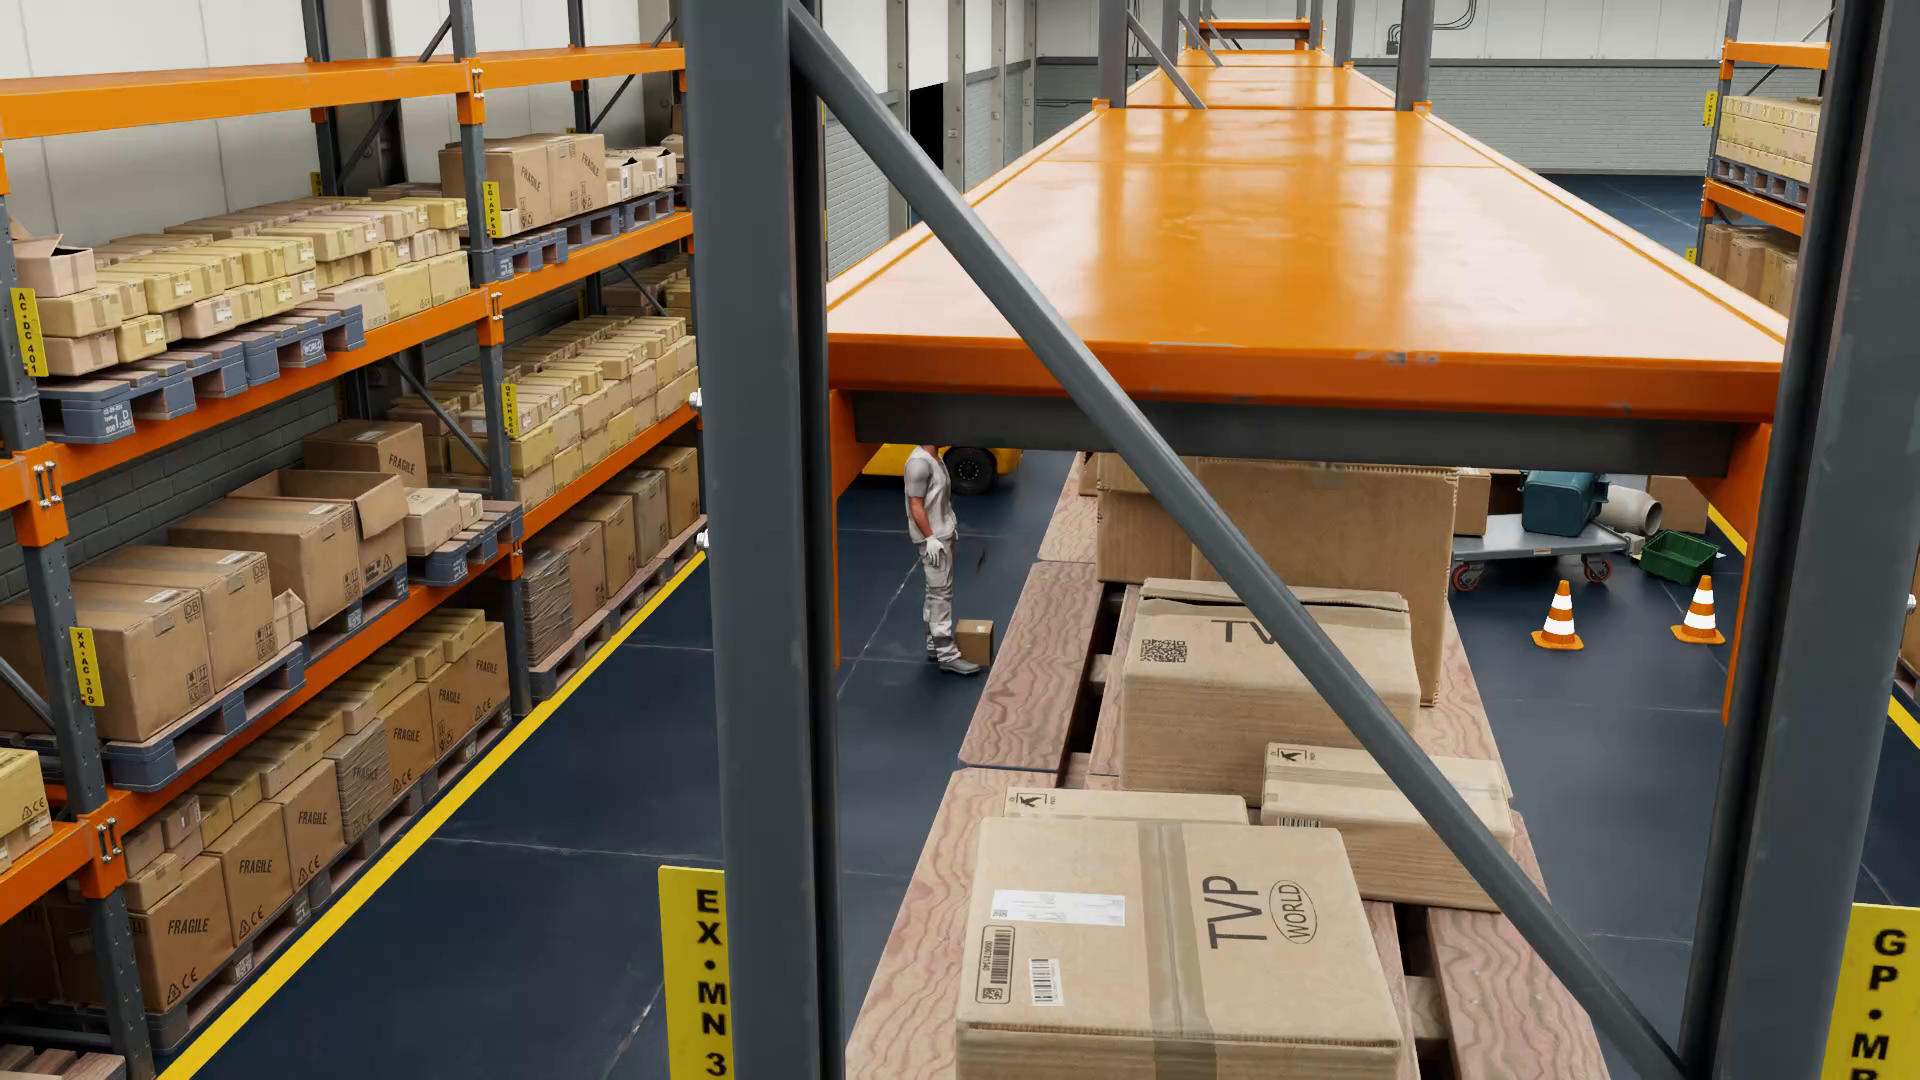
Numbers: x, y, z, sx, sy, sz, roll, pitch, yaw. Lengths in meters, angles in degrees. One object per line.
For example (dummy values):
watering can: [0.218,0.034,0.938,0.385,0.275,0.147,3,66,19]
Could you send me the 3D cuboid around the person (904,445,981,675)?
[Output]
person: [-0.096,-0.013,11.522,0.565,1.787,0.637,3,18,9]
